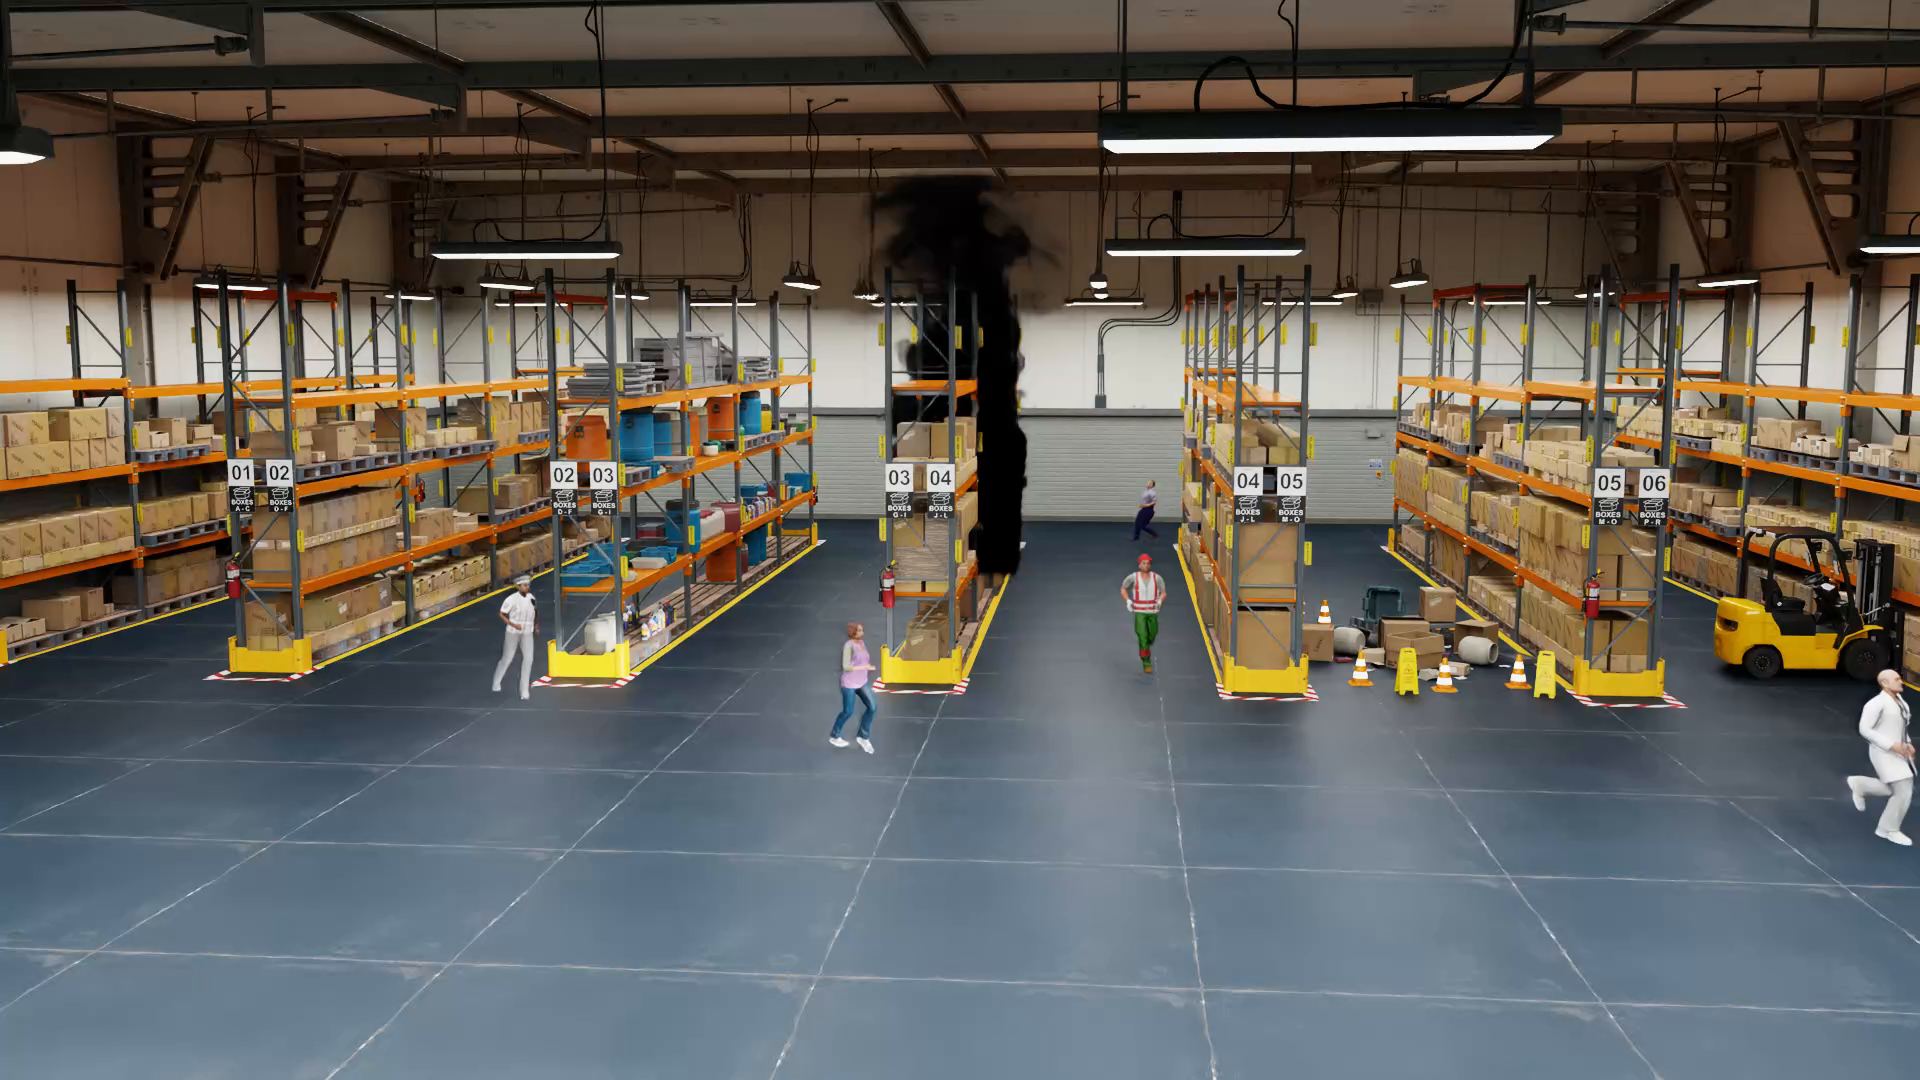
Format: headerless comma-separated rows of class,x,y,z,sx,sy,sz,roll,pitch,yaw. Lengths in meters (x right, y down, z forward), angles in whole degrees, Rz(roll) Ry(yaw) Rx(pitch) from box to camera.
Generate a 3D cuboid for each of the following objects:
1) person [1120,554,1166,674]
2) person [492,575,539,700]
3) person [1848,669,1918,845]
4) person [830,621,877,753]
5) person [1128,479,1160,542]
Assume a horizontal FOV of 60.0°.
person,2.761,1.089,24.957,0.662,1.764,0.935,-1,7,-5
person,-6.190,1.341,23.398,0.670,1.707,0.833,-5,9,-38
person,9.273,2.112,16.720,0.722,1.659,0.693,-6,9,-38
person,-1.264,1.779,20.104,0.734,1.623,0.482,5,9,36
person,4.504,-0.702,40.608,0.699,1.591,0.731,-1,7,-5
